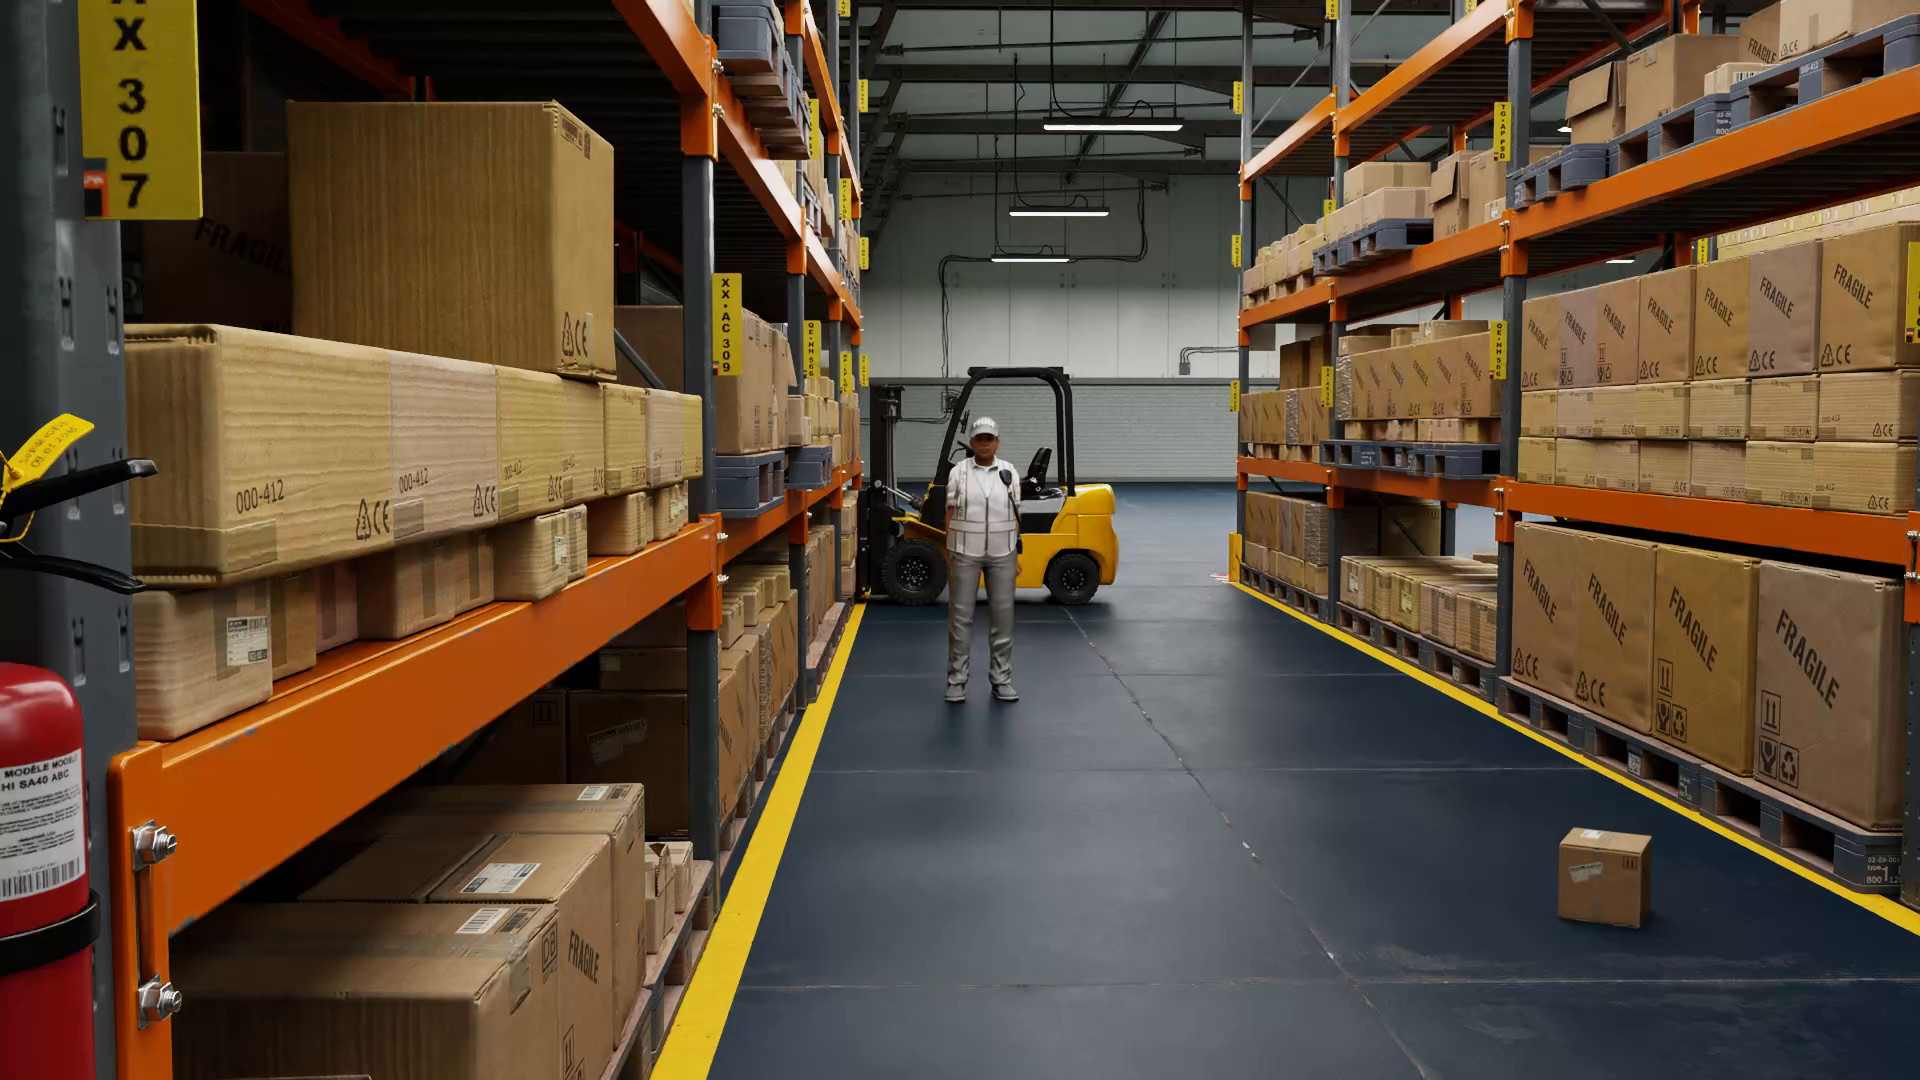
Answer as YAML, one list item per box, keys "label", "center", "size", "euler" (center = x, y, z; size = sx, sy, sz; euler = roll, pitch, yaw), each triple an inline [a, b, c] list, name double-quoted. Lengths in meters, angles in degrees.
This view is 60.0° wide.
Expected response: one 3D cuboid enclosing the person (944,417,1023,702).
- label: "person"
  center: [0.132, 0.111, 9.840]
  size: [0.483, 1.668, 0.395]
  euler: [-1, 4, -8]
